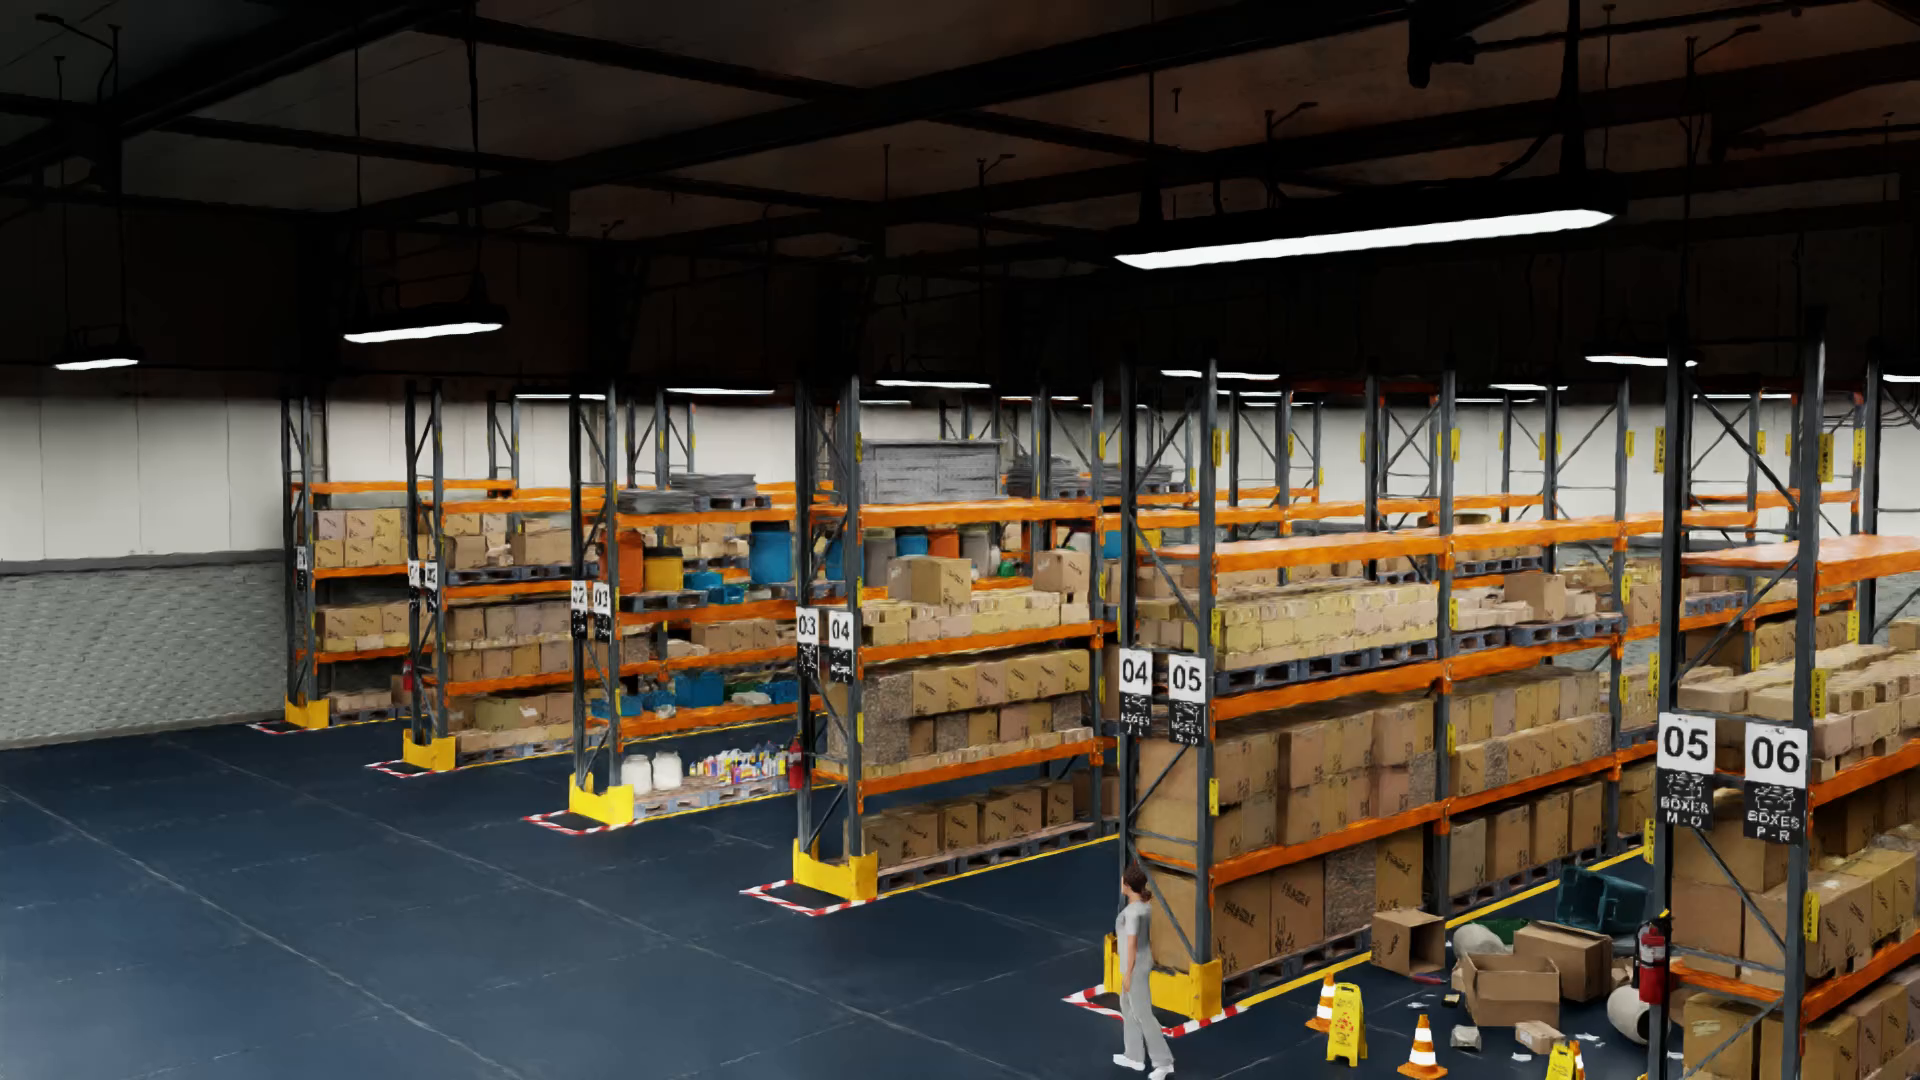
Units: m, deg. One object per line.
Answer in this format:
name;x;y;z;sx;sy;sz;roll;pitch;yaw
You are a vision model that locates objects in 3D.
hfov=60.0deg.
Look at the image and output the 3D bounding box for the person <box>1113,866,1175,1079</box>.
person;1.492;3.534;13.489;0.543;1.552;0.501;1;4;18
